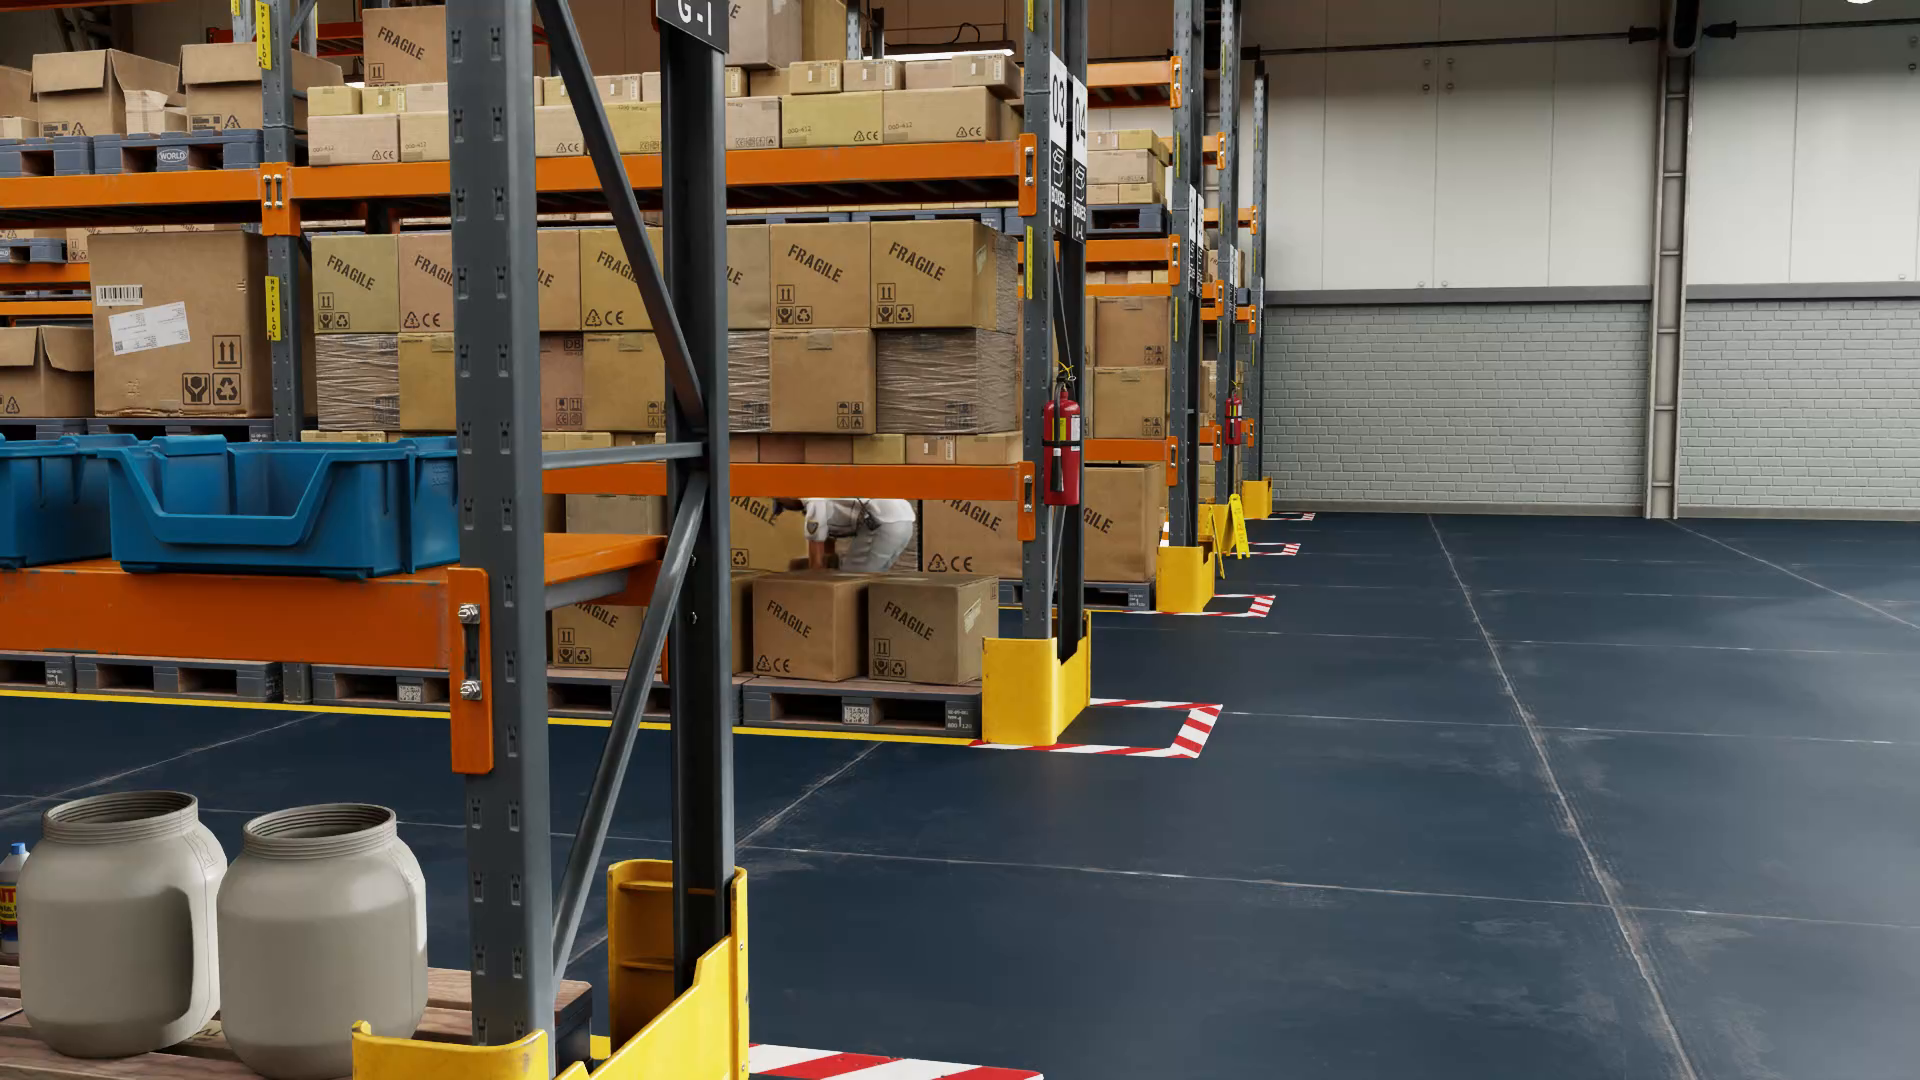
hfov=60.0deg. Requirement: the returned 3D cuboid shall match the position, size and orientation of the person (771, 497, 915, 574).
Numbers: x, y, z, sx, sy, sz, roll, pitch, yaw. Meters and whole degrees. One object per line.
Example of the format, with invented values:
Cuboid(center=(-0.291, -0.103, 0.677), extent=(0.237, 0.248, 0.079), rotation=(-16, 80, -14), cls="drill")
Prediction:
Cuboid(center=(-0.751, 0.155, 10.480), extent=(0.935, 1.153, 0.466), rotation=(1, 5, 12), cls="person")
